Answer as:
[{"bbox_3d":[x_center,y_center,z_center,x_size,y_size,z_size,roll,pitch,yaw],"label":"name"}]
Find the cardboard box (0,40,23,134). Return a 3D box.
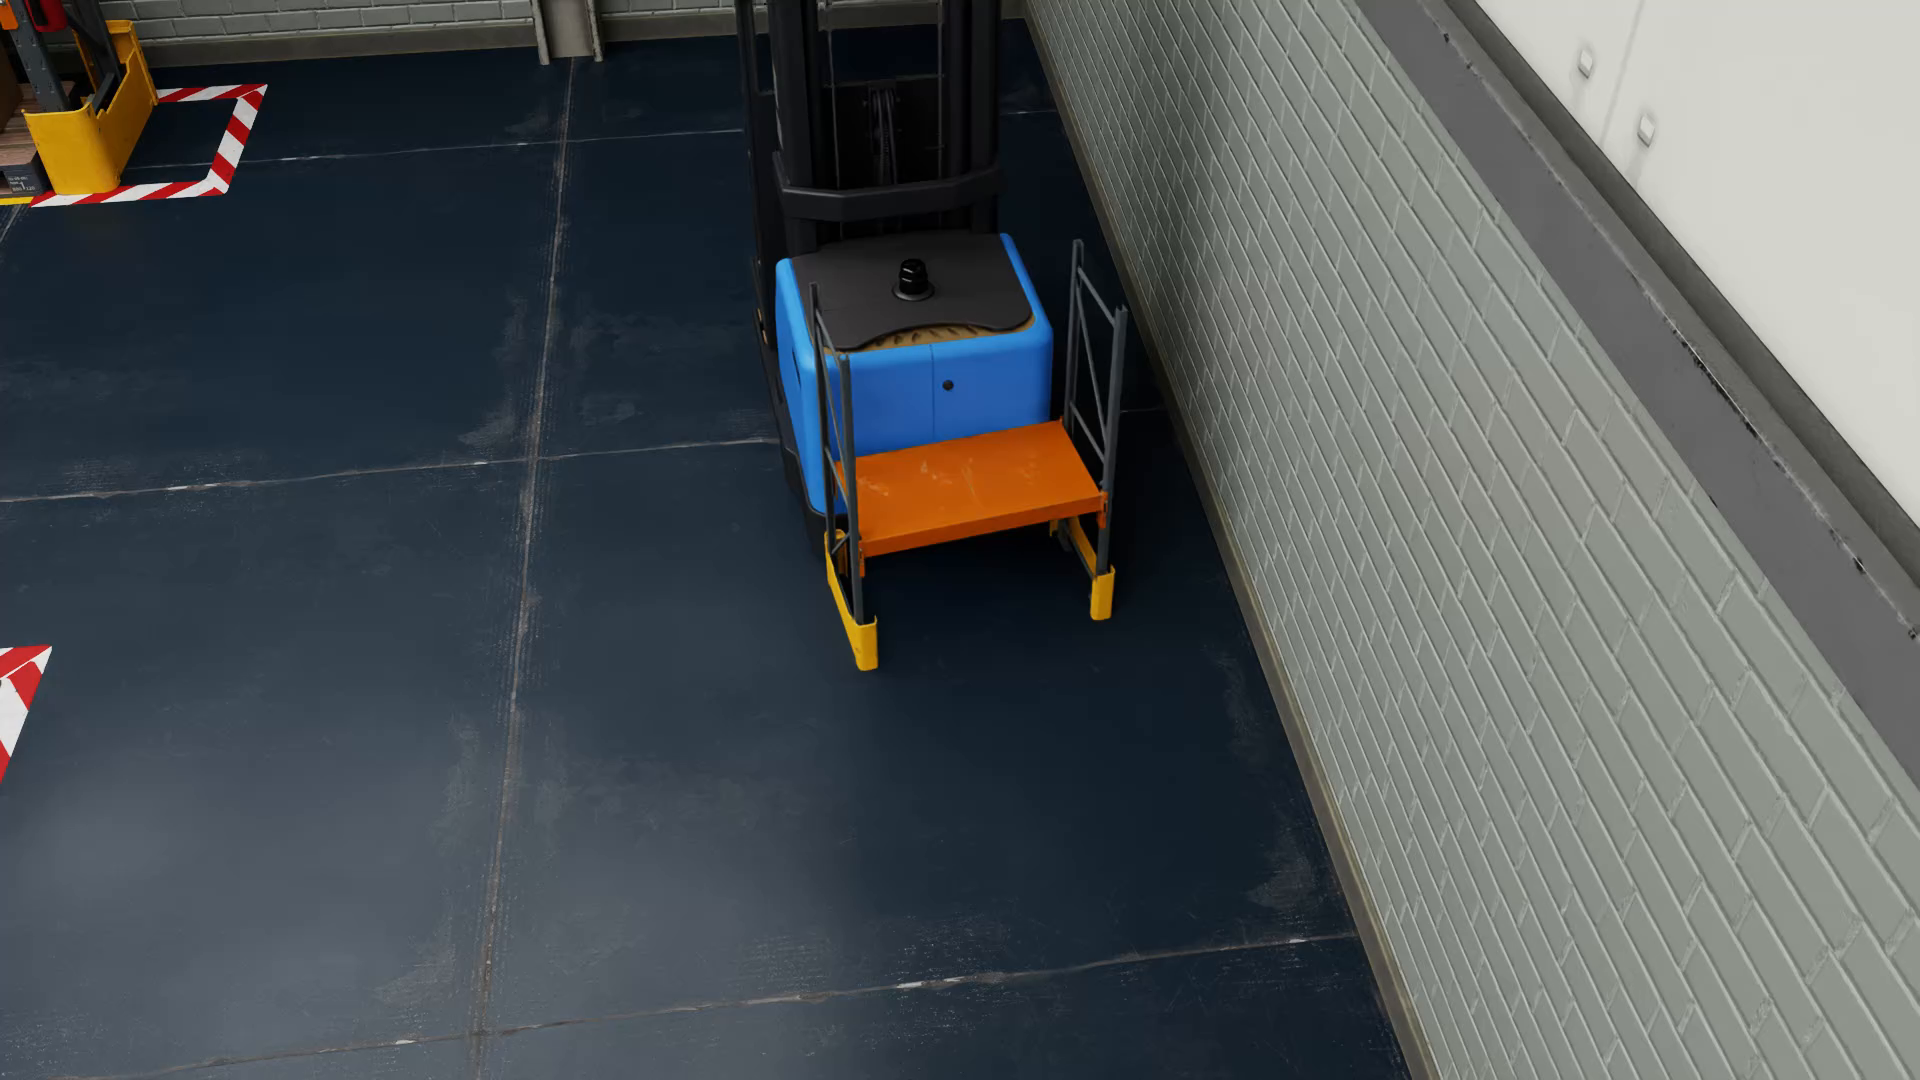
[{"bbox_3d":[-5.745,-2.559,9.401,0.500,0.500,0.700,-5,42,-6],"label":"cardboard box"}]

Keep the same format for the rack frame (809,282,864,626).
[{"bbox_3d":[-0.463,-0.220,6.374,0.032,1.500,0.500,-11,43,-12],"label":"rack frame"}]

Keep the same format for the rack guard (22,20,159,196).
[{"bbox_3d":[-5.041,-2.533,9.685,0.348,0.500,1.175,-5,42,-6],"label":"rack guard"}]

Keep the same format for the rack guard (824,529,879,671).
[{"bbox_3d":[-0.445,0.241,6.796,0.087,0.250,0.587,-11,43,-12],"label":"rack guard"}]

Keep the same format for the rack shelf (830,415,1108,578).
[{"bbox_3d":[0.024,-0.184,6.602,1.000,0.185,0.538,-11,43,-12],"label":"rack shelf"}]

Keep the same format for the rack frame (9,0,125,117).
[{"bbox_3d":[-5.064,-3.459,8.845,0.127,3.000,1.000,-5,42,-6],"label":"rack frame"}]

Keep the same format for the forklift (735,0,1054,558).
[{"bbox_3d":[-0.425,-2.005,7.285,1.130,2.935,3.031,-8,43,-9],"label":"forklift"}]

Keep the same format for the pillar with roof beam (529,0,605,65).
[{"bbox_3d":[-1.941,-3.636,4.563,0.400,9.000,9.100,-5,42,-6],"label":"pillar with roof beam"}]

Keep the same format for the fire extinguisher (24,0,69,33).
[{"bbox_3d":[-4.855,-2.998,8.671,0.183,0.674,0.296,-5,42,-6],"label":"fire extinguisher"}]

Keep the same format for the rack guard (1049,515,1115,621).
[{"bbox_3d":[0.510,0.050,7.008,0.087,0.250,0.587,-11,43,-12],"label":"rack guard"}]

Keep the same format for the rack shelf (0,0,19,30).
[{"bbox_3d":[-7.047,-3.018,8.894,4.000,0.370,1.077,-5,42,-6],"label":"rack shelf"}]

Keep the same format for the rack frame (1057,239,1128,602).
[{"bbox_3d":[0.511,-0.415,6.590,0.032,1.500,0.500,-11,43,-12],"label":"rack frame"}]

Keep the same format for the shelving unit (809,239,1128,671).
[{"bbox_3d":[0.033,-0.319,6.484,1.083,1.500,0.587,-11,43,-12],"label":"shelving unit"}]

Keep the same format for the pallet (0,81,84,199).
[{"bbox_3d":[-5.847,-2.302,9.645,1.213,0.211,1.003,-5,42,-6],"label":"pallet"}]
